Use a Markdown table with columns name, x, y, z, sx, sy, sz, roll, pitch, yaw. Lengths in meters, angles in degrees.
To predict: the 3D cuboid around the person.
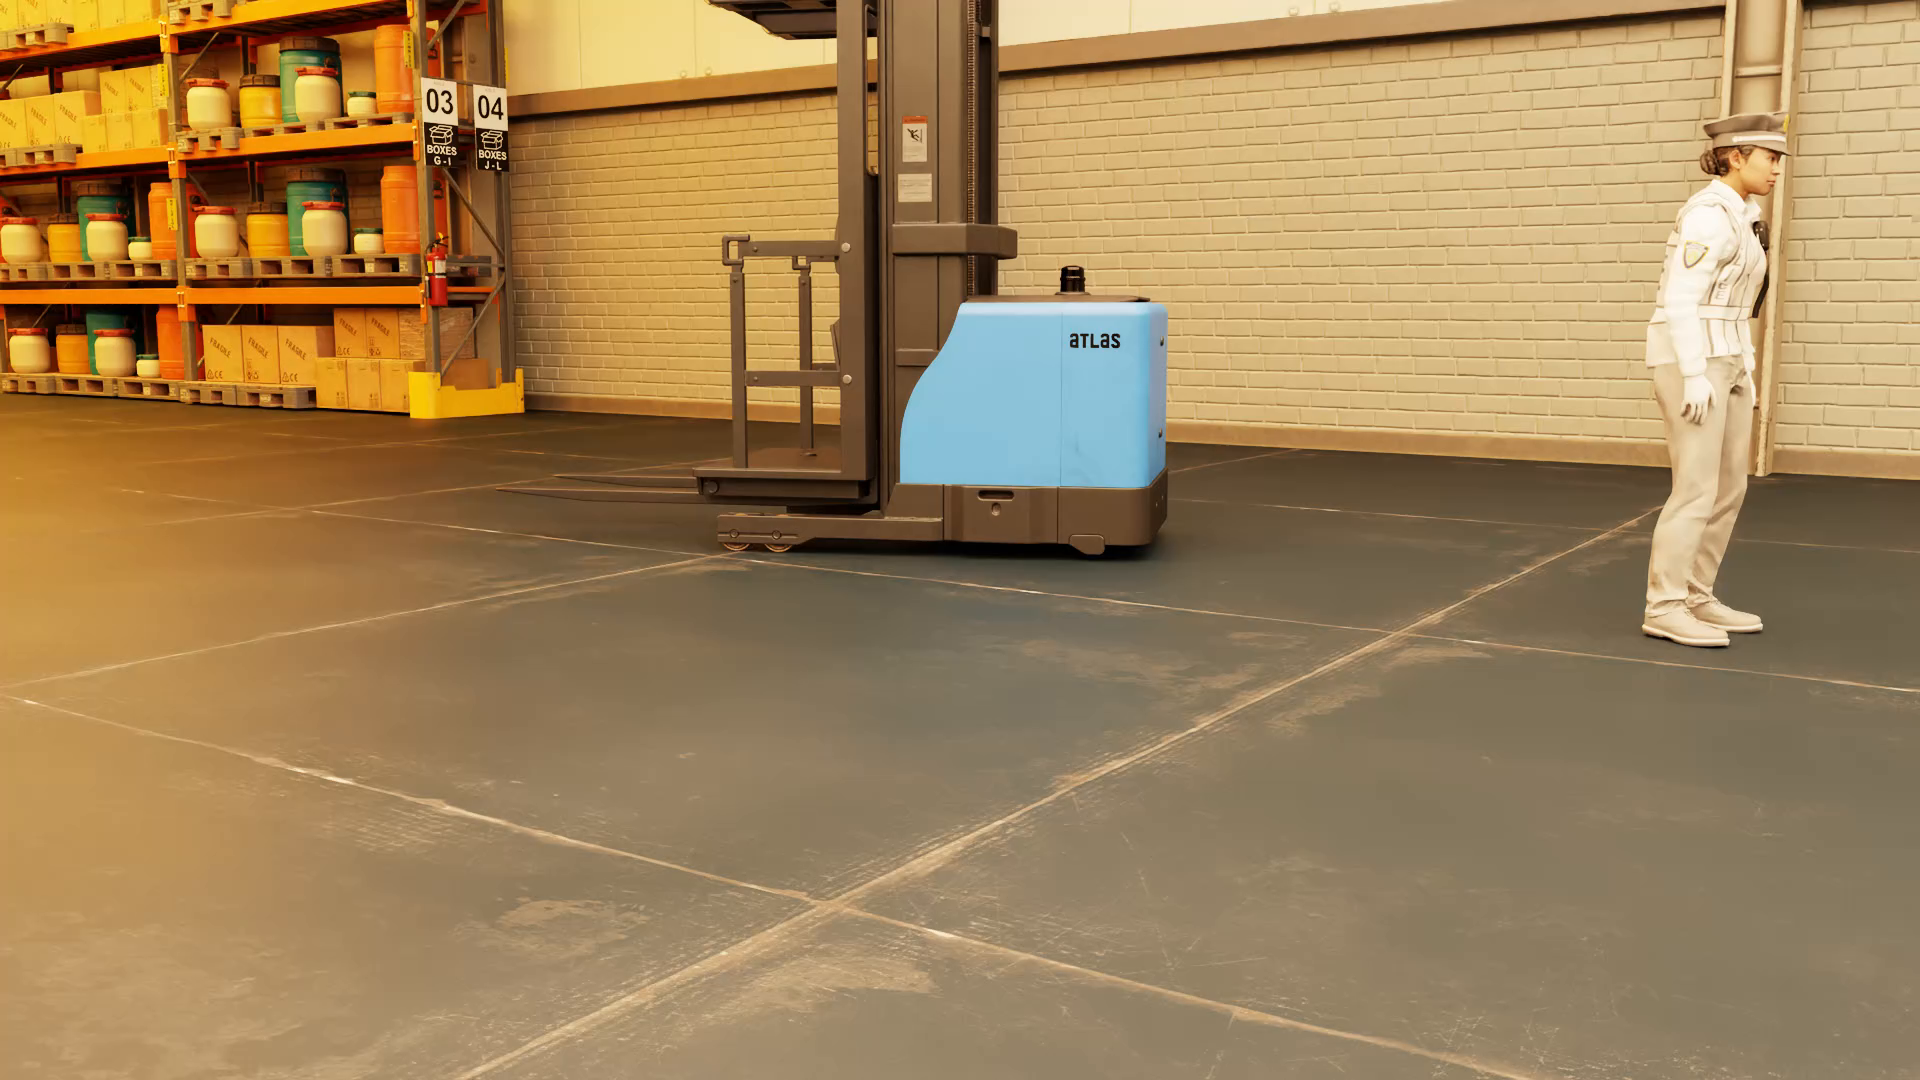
| name | x | y | z | sx | sy | sz | roll | pitch | yaw |
| --- | --- | --- | --- | --- | --- | --- | --- | --- | --- |
| person | 2.425 | -0.520 | 5.360 | 0.376 | 1.664 | 0.529 | 7 | 11 | 42 |

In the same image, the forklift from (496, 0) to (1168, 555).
| name | x | y | z | sx | sy | sz | roll | pitch | yaw |
| --- | --- | --- | --- | --- | --- | --- | --- | --- | --- |
| forklift | -0.596 | -1.469 | 7.520 | 3.031 | 2.935 | 1.130 | 2 | 8 | 12 |
